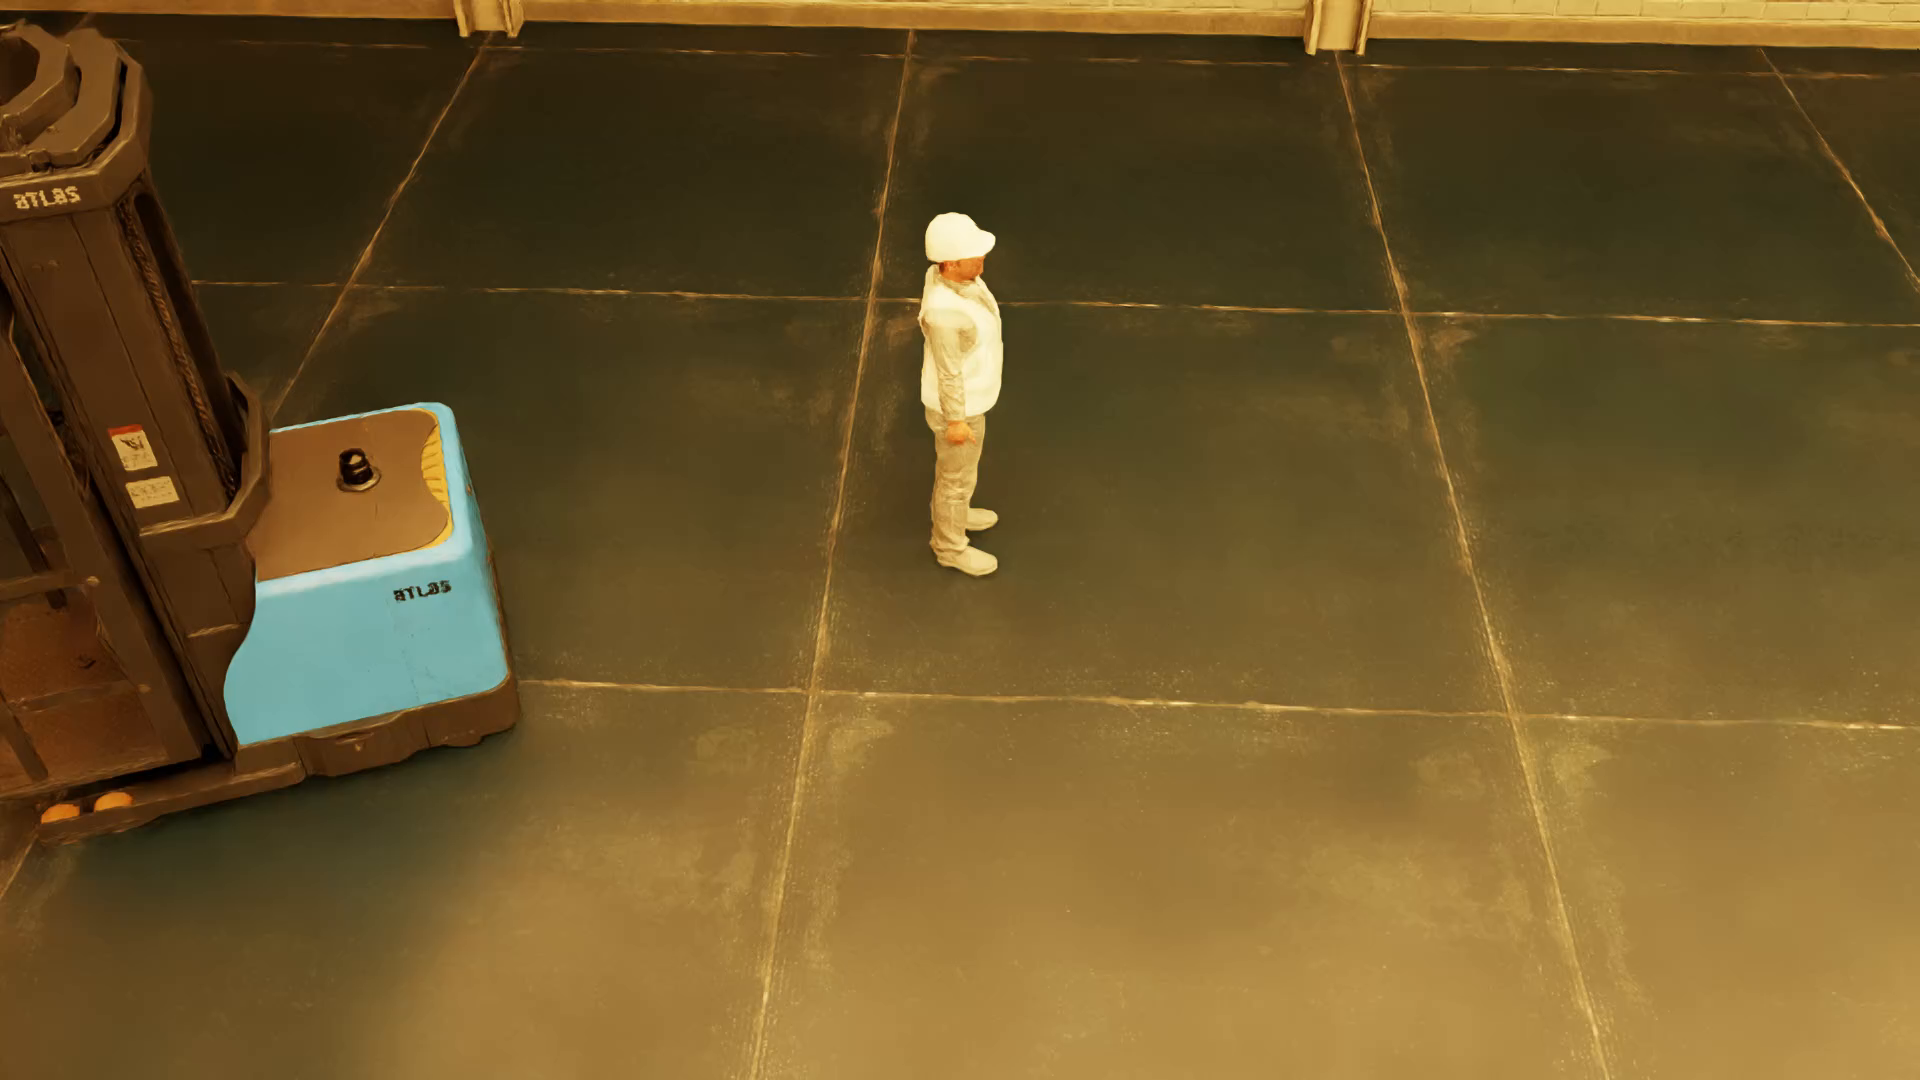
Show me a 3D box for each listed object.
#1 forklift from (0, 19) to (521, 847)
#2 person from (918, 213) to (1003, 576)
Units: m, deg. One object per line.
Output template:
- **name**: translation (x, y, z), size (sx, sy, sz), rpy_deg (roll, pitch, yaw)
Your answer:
- **forklift**: translation (-3.427, -0.277, 6.046), size (3.031, 2.935, 1.130), rpy_deg (-12, 44, -13)
- **person**: translation (0.008, -0.656, 7.320), size (0.356, 1.776, 0.529), rpy_deg (2, 42, 2)
